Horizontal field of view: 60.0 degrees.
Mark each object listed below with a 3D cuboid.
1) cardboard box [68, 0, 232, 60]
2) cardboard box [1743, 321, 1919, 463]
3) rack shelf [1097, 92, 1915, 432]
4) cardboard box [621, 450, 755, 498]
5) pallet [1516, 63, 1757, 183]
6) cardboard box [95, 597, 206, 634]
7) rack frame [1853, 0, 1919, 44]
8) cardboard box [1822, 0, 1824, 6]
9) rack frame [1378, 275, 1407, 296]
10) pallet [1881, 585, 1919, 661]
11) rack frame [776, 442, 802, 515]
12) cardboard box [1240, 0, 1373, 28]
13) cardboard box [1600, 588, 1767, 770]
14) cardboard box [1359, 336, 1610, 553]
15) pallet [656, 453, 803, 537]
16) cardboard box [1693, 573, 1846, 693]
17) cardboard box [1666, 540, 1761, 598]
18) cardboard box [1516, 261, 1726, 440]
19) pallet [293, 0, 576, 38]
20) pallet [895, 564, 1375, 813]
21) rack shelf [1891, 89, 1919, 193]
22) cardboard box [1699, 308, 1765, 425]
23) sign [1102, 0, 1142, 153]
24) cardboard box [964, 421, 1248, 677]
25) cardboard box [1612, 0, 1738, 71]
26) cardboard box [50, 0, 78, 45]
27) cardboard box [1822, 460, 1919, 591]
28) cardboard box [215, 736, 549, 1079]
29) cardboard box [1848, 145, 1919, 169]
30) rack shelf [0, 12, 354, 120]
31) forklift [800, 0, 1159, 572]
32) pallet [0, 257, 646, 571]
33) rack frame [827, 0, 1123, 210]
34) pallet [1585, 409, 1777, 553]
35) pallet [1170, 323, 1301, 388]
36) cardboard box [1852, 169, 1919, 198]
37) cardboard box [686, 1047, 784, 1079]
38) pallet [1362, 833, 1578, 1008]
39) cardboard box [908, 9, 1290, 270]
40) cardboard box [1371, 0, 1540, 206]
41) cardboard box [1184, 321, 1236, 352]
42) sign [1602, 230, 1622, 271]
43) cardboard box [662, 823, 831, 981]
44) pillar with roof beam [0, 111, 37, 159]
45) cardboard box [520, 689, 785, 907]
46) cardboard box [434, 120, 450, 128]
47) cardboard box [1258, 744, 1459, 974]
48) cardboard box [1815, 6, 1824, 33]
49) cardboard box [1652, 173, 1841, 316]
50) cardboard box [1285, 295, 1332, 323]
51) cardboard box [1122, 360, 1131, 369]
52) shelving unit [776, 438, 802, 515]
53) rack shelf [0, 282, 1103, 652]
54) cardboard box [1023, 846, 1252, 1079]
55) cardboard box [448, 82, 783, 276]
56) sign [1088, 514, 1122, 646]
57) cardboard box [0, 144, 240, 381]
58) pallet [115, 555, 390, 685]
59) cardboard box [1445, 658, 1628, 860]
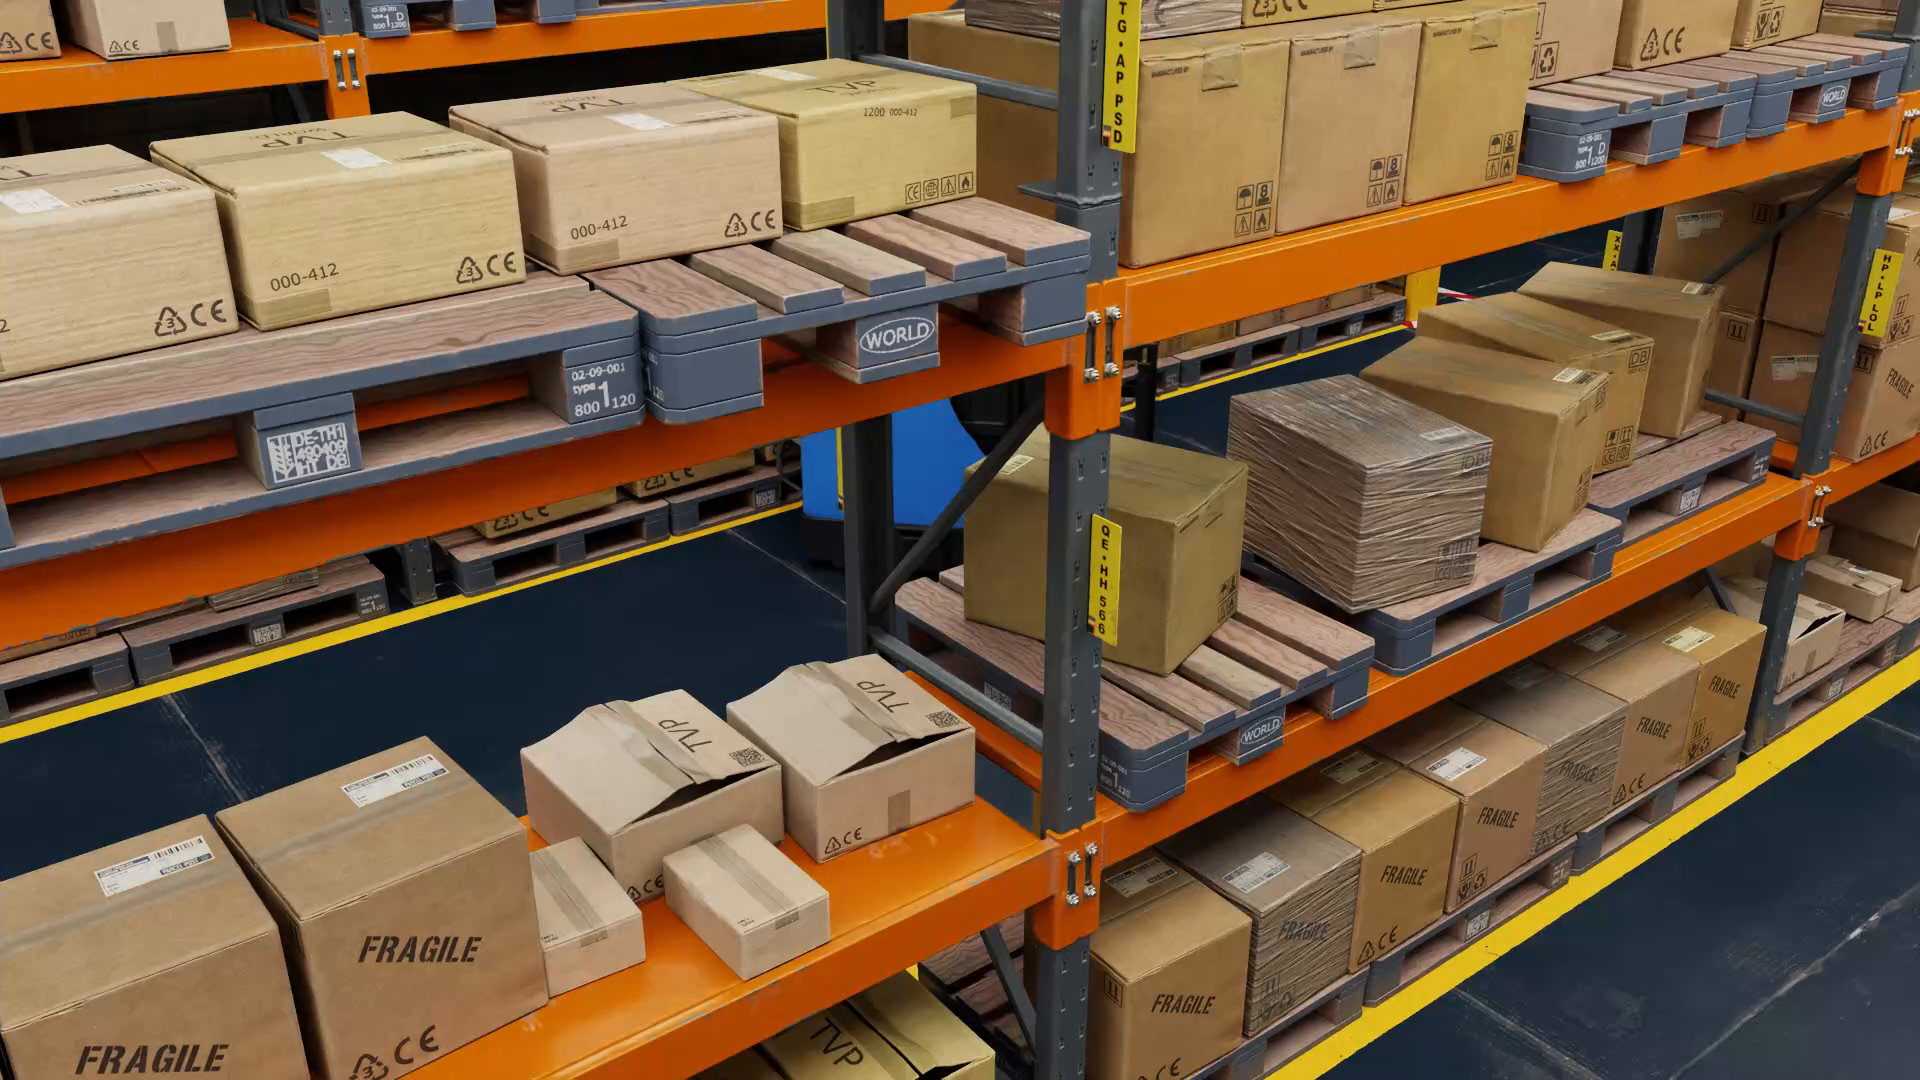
[{"bbox_3d":[-3.449,-2.250,7.055,0.500,0.311,0.500,-18,31,-34],"label":"cardboard box"},{"bbox_3d":[3.728,-0.684,7.042,0.500,0.500,0.500,-17,30,-33],"label":"cardboard box"},{"bbox_3d":[1.585,-1.111,5.373,4.000,0.370,1.077,-18,31,-34],"label":"rack shelf"},{"bbox_3d":[-1.696,-0.786,9.435,0.750,0.750,0.750,-18,31,-34],"label":"cardboard box"},{"bbox_3d":[1.788,-1.455,5.483,1.003,0.211,1.213,-18,31,-34],"label":"pallet"},{"bbox_3d":[-4.060,0.036,8.055,0.500,0.500,0.700,-18,31,-34],"label":"cardboard box"},{"bbox_3d":[3.158,-3.318,5.710,0.127,3.000,1.000,-18,31,-34],"label":"rack frame"},{"bbox_3d":[3.374,-2.332,6.733,0.500,0.250,0.500,-18,31,-34],"label":"cardboard box"},{"bbox_3d":[3.246,-3.276,12.745,0.127,3.000,1.000,-18,31,-34],"label":"rack frame"},{"bbox_3d":[4.660,0.172,8.630,1.213,0.211,1.003,-18,31,-34],"label":"pallet"},{"bbox_3d":[-0.920,-1.164,9.145,0.015,2.100,0.400,-10,23,-30],"label":"rack frame"},{"bbox_3d":[0.759,-1.661,4.396,0.500,0.500,0.500,-18,31,-34],"label":"cardboard box"},{"bbox_3d":[2.947,0.561,6.925,0.500,0.500,0.500,-18,31,-34],"label":"cardboard box"},{"bbox_3d":[1.806,-0.353,5.830,0.700,0.500,0.500,18,30,33],"label":"cardboard box"},{"bbox_3d":[-1.423,-0.428,9.921,1.213,0.211,1.003,-18,31,-34],"label":"pallet"},{"bbox_3d":[3.622,0.386,7.526,0.500,0.311,0.500,-18,31,-34],"label":"cardboard box"},{"bbox_3d":[3.432,0.096,7.927,0.500,0.500,0.500,-18,31,-34],"label":"cardboard box"},{"bbox_3d":[2.648,-0.784,6.757,0.700,0.500,0.500,15,29,29],"label":"cardboard box"},{"bbox_3d":[-2.575,-2.657,8.074,1.003,0.211,1.213,-17,30,-32],"label":"pallet"},{"bbox_3d":[0.501,0.330,5.203,1.003,0.211,1.213,-18,31,-34],"label":"pallet"},{"bbox_3d":[4.732,-2.150,7.612,4.000,0.370,1.077,-18,31,-34],"label":"rack shelf"},{"bbox_3d":[3.393,-0.857,7.414,0.500,0.500,0.500,-18,30,-33],"label":"cardboard box"},{"bbox_3d":[0.347,-1.003,3.576,0.005,0.325,0.100,-18,31,-34],"label":"sign"},{"bbox_3d":[0.437,0.006,5.057,0.700,0.500,0.500,15,29,29],"label":"cardboard box"},{"bbox_3d":[2.205,-1.951,5.591,0.600,0.600,0.600,-19,31,-35],"label":"cardboard box"},{"bbox_3d":[-3.757,-2.502,7.372,0.500,0.500,0.500,-18,31,-34],"label":"cardboard box"},{"bbox_3d":[4.634,-0.154,8.461,0.637,0.503,0.797,-18,31,-34],"label":"cardboard box"},{"bbox_3d":[-1.300,0.838,3.762,0.500,0.500,0.500,-20,32,-37],"label":"cardboard box"},{"bbox_3d":[4.195,-1.577,7.779,0.500,0.500,0.500,-18,30,-34],"label":"cardboard box"},{"bbox_3d":[-4.623,-1.712,6.668,4.000,0.370,1.077,-18,31,-34],"label":"rack shelf"},{"bbox_3d":[0.717,-1.280,8.526,3.031,2.935,1.130,4,25,8],"label":"forklift"},{"bbox_3d":[-1.346,-0.335,3.070,1.213,0.211,1.003,-17,30,-32],"label":"pallet"},{"bbox_3d":[0.011,-2.279,3.471,0.127,3.000,1.000,-18,31,-34],"label":"rack frame"},{"bbox_3d":[2.462,-0.338,6.643,1.213,0.211,1.003,-18,31,-34],"label":"pallet"},{"bbox_3d":[1.706,-1.462,12.150,1.213,0.211,1.003,-18,31,-34],"label":"pallet"},{"bbox_3d":[4.109,-1.259,7.093,0.500,0.500,0.500,-19,31,-36],"label":"cardboard box"},{"bbox_3d":[-0.654,1.600,4.341,0.500,0.311,0.500,-19,31,-35],"label":"cardboard box"},{"bbox_3d":[1.581,1.211,6.391,1.213,0.211,1.003,-18,31,-34],"label":"pallet"},{"bbox_3d":[0.333,-1.088,4.349,0.500,0.500,0.910,-18,31,-34],"label":"cardboard box"},{"bbox_3d":[1.144,-1.356,4.926,0.500,0.500,0.910,-18,31,-34],"label":"cardboard box"},{"bbox_3d":[1.553,-1.716,11.854,0.500,0.500,0.700,-17,30,-33],"label":"cardboard box"},{"bbox_3d":[2.818,-1.167,7.173,0.005,0.325,0.100,-18,31,-34],"label":"sign"},{"bbox_3d":[-0.526,0.882,4.086,0.250,0.149,0.380,-18,31,-34],"label":"cardboard box"},{"bbox_3d":[-1.949,-2.442,3.821,0.400,9.000,9.100,-18,31,-34],"label":"pillar with roof beam"},{"bbox_3d":[-0.813,0.651,4.390,0.500,0.311,0.500,-19,31,-35],"label":"cardboard box"},{"bbox_3d":[-2.442,-2.064,8.748,0.500,0.250,0.500,-19,31,-36],"label":"cardboard box"},{"bbox_3d":[1.352,1.087,5.792,0.500,0.500,0.500,-19,31,-35],"label":"cardboard box"},{"bbox_3d":[3.377,-2.104,6.835,0.500,0.250,0.500,-18,31,-34],"label":"cardboard box"},{"bbox_3d":[3.397,-1.313,7.209,0.500,0.500,0.500,-18,30,-34],"label":"cardboard box"},{"bbox_3d":[2.364,-1.987,12.440,0.500,0.500,0.700,-18,31,-34],"label":"cardboard box"},{"bbox_3d":[0.751,-1.454,11.289,0.500,0.500,0.700,-18,30,-33],"label":"cardboard box"},{"bbox_3d":[-0.712,-1.201,9.268,0.503,2.100,0.431,-10,23,-30],"label":"shelving unit"},{"bbox_3d":[-1.563,-0.072,3.134,4.000,0.370,1.077,-18,31,-34],"label":"rack shelf"},{"bbox_3d":[0.545,1.353,5.218,0.500,0.500,0.500,-17,30,-32],"label":"cardboard box"},{"bbox_3d":[-0.713,-0.762,3.445,0.500,0.250,0.500,-17,30,-33],"label":"cardboard box"},{"bbox_3d":[0.356,0.100,4.095,0.005,0.325,0.100,-18,31,-34],"label":"sign"},{"bbox_3d":[-1.595,-0.478,2.833,0.500,0.250,0.500,-21,32,-38],"label":"cardboard box"},{"bbox_3d":[-3.665,0.270,8.418,1.213,0.211,1.003,-18,31,-34],"label":"pallet"},{"bbox_3d":[2.158,0.817,6.374,0.500,0.500,0.500,-18,30,-33],"label":"cardboard box"}]
